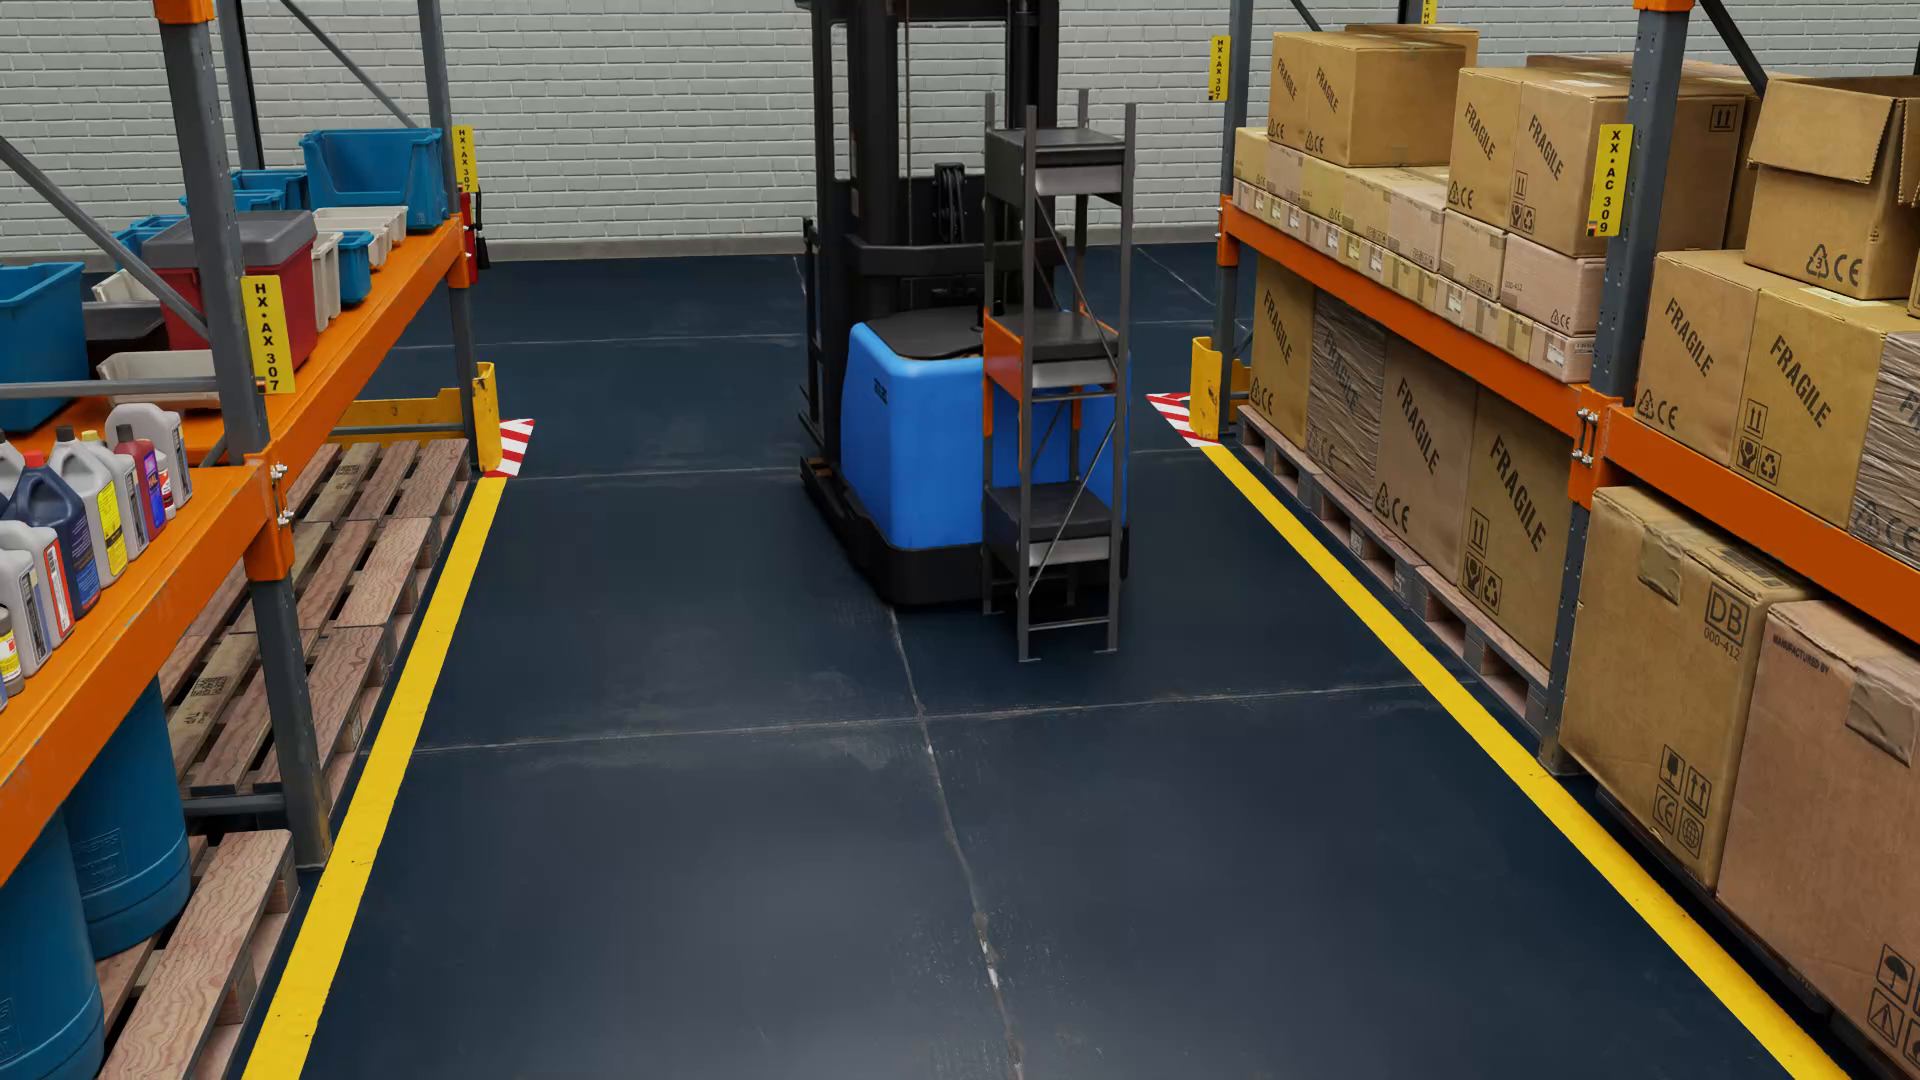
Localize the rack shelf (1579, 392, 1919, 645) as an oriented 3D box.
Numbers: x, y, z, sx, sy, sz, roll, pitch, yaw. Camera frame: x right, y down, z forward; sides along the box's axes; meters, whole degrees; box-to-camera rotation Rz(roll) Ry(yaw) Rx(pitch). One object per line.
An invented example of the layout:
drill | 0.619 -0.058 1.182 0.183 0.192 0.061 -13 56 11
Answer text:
rack shelf | 2.763 0.379 3.442 1.077 0.370 4.000 -3 21 -8

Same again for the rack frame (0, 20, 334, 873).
rack frame | -2.427 -0.400 4.501 1.000 3.000 0.127 -3 21 -8

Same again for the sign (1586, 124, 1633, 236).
sign | 1.926 -1.064 4.928 0.100 0.325 0.005 -3 21 -8

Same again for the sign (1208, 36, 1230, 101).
sign | 1.348 -2.452 8.643 0.100 0.325 0.005 -3 21 -8

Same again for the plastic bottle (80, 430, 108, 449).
plastic bottle | -2.171 -0.174 4.180 0.097 0.201 0.097 0 20 0

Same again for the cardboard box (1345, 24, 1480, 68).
cardboard box | 2.228 -2.300 8.305 0.500 0.500 0.500 -3 21 -7

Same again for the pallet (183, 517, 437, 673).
pallet | -2.750 0.230 6.799 1.003 0.211 1.213 -3 21 -8

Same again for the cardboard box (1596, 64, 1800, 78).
cardboard box | 2.595 -1.420 5.949 0.500 0.500 0.500 -3 21 -8

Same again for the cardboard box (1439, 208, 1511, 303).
cardboard box | 2.074 -1.038 5.997 0.500 0.250 0.500 -2 21 -6

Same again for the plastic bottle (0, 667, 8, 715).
plastic bottle | -1.872 0.206 3.055 0.152 0.276 0.135 -3 21 -8

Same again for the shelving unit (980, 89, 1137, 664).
shelving unit | 0.354 -0.607 6.340 0.431 2.100 0.503 -6 21 -15

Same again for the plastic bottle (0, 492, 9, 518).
plastic bottle | -2.086 -0.004 3.511 0.144 0.351 0.185 -3 21 -8

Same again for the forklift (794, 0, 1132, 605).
forklift | -0.176 -1.591 7.787 1.130 2.935 3.031 -6 21 -15

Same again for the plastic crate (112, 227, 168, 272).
plastic crate | -3.060 -1.073 6.456 0.416 0.233 0.300 -3 21 -8

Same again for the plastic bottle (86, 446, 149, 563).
plastic bottle | -1.997 -0.096 3.863 0.152 0.276 0.135 -3 21 -8

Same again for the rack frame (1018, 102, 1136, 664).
rack frame | 0.420 -0.525 6.120 0.400 2.100 0.015 -6 21 -15

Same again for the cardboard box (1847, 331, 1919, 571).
cardboard box | 2.439 -0.178 3.762 0.500 0.500 0.500 -3 21 -9

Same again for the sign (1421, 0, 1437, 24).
sign | 2.437 -2.711 8.694 0.100 0.325 0.005 -3 21 -8

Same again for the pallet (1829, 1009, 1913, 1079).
pallet | 2.840 1.343 3.819 1.003 0.211 1.213 -3 21 -8

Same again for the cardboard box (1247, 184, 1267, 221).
cardboard box | 1.661 -1.689 8.311 0.380 0.149 0.250 -3 21 -9

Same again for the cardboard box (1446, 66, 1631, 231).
cardboard box | 2.076 -1.390 5.868 0.500 0.500 0.500 -3 21 -7

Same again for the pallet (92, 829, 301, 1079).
pallet | -2.357 1.175 4.268 1.003 0.211 1.213 -3 21 -8

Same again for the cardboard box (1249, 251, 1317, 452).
cardboard box | 2.069 -1.019 8.594 0.875 0.875 0.875 -3 21 -8

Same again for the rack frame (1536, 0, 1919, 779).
rack frame | 2.475 -0.650 5.170 1.000 3.000 0.127 -3 21 -8

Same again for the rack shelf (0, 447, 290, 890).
rack shelf | -2.138 0.629 2.773 1.077 0.370 4.000 -3 21 -8

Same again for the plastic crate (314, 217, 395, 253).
plastic crate | -2.679 -1.316 7.243 0.396 0.136 0.243 -3 21 -8

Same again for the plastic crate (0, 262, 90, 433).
plastic crate | -2.831 -0.566 4.880 0.392 0.384 0.575 -3 21 -8

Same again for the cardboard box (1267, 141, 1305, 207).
cardboard box | 1.782 -1.745 7.890 0.500 0.250 0.500 -3 21 -8

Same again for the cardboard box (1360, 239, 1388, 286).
cardboard box | 1.885 -1.155 6.880 0.380 0.149 0.250 -3 21 -7

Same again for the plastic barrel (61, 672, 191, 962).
plastic barrel | -2.365 0.575 4.288 0.600 0.901 0.708 -3 21 -8

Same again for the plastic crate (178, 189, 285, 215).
plastic crate | -3.198 -1.405 7.344 0.416 0.233 0.300 -3 21 -8

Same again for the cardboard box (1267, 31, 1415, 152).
cardboard box | 1.772 -2.103 7.776 0.500 0.500 0.500 -3 21 -9

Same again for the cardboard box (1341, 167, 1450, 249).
cardboard box | 1.931 -1.390 6.941 0.500 0.250 0.500 -3 21 -9

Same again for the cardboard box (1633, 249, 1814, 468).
cardboard box | 2.294 -0.525 4.692 0.500 0.500 0.500 -3 21 -8

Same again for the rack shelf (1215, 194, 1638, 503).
rack shelf | 2.186 -1.006 7.150 1.077 0.370 4.000 -3 21 -8

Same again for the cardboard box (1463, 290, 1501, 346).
cardboard box | 2.032 -0.800 5.929 0.380 0.149 0.250 -3 21 -9

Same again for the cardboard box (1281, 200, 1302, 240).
cardboard box | 1.737 -1.510 7.832 0.380 0.149 0.250 -3 21 -9

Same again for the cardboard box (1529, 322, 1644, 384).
cardboard box | 2.107 -0.622 5.452 0.380 0.149 0.250 -3 21 -7

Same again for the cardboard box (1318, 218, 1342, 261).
cardboard box | 1.810 -1.333 7.357 0.380 0.149 0.250 -3 21 -8

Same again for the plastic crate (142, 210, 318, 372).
plastic crate | -2.307 -0.780 5.341 0.402 0.464 0.583 -3 21 -8

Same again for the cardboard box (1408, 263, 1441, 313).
cardboard box | 1.958 -0.978 6.406 0.380 0.149 0.250 -3 21 -7

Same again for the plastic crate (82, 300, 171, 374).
plastic crate | -2.854 -0.674 5.540 0.437 0.125 0.590 -3 21 -8

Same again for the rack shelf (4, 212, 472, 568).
rack shelf | -2.715 -0.756 6.481 1.077 0.370 4.000 -3 21 -8

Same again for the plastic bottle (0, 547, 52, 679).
plastic bottle | -1.905 0.126 3.270 0.152 0.276 0.135 -3 21 -8

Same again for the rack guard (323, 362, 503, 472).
rack guard | -3.019 -0.622 8.667 1.175 0.500 0.348 -3 21 -8

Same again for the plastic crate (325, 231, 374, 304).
plastic crate | -2.453 -1.037 6.359 0.416 0.233 0.300 -3 21 -8

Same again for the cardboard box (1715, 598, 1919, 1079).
cardboard box | 2.716 0.678 4.050 1.225 0.875 0.875 -4 21 -10

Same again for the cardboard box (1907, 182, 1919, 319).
cardboard box | 2.662 -0.708 3.748 0.797 0.503 0.637 -3 21 -7

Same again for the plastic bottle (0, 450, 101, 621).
plastic bottle | -1.944 -0.012 3.531 0.144 0.351 0.185 -3 21 -8

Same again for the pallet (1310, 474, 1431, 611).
pallet | 2.263 -0.034 7.507 1.003 0.211 1.213 -3 21 -8

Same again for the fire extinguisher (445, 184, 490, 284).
fire extinguisher | -2.575 -1.650 8.489 0.296 0.674 0.183 -3 21 -8

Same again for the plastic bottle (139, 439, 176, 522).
plastic bottle | -2.006 -0.148 4.110 0.097 0.201 0.097 0 20 0

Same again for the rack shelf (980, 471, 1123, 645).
rack shelf | 0.354 0.062 6.589 0.431 0.518 0.480 -6 21 -15

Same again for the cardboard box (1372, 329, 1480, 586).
cardboard box | 2.329 -0.396 6.925 0.875 0.875 0.875 -3 21 -8
